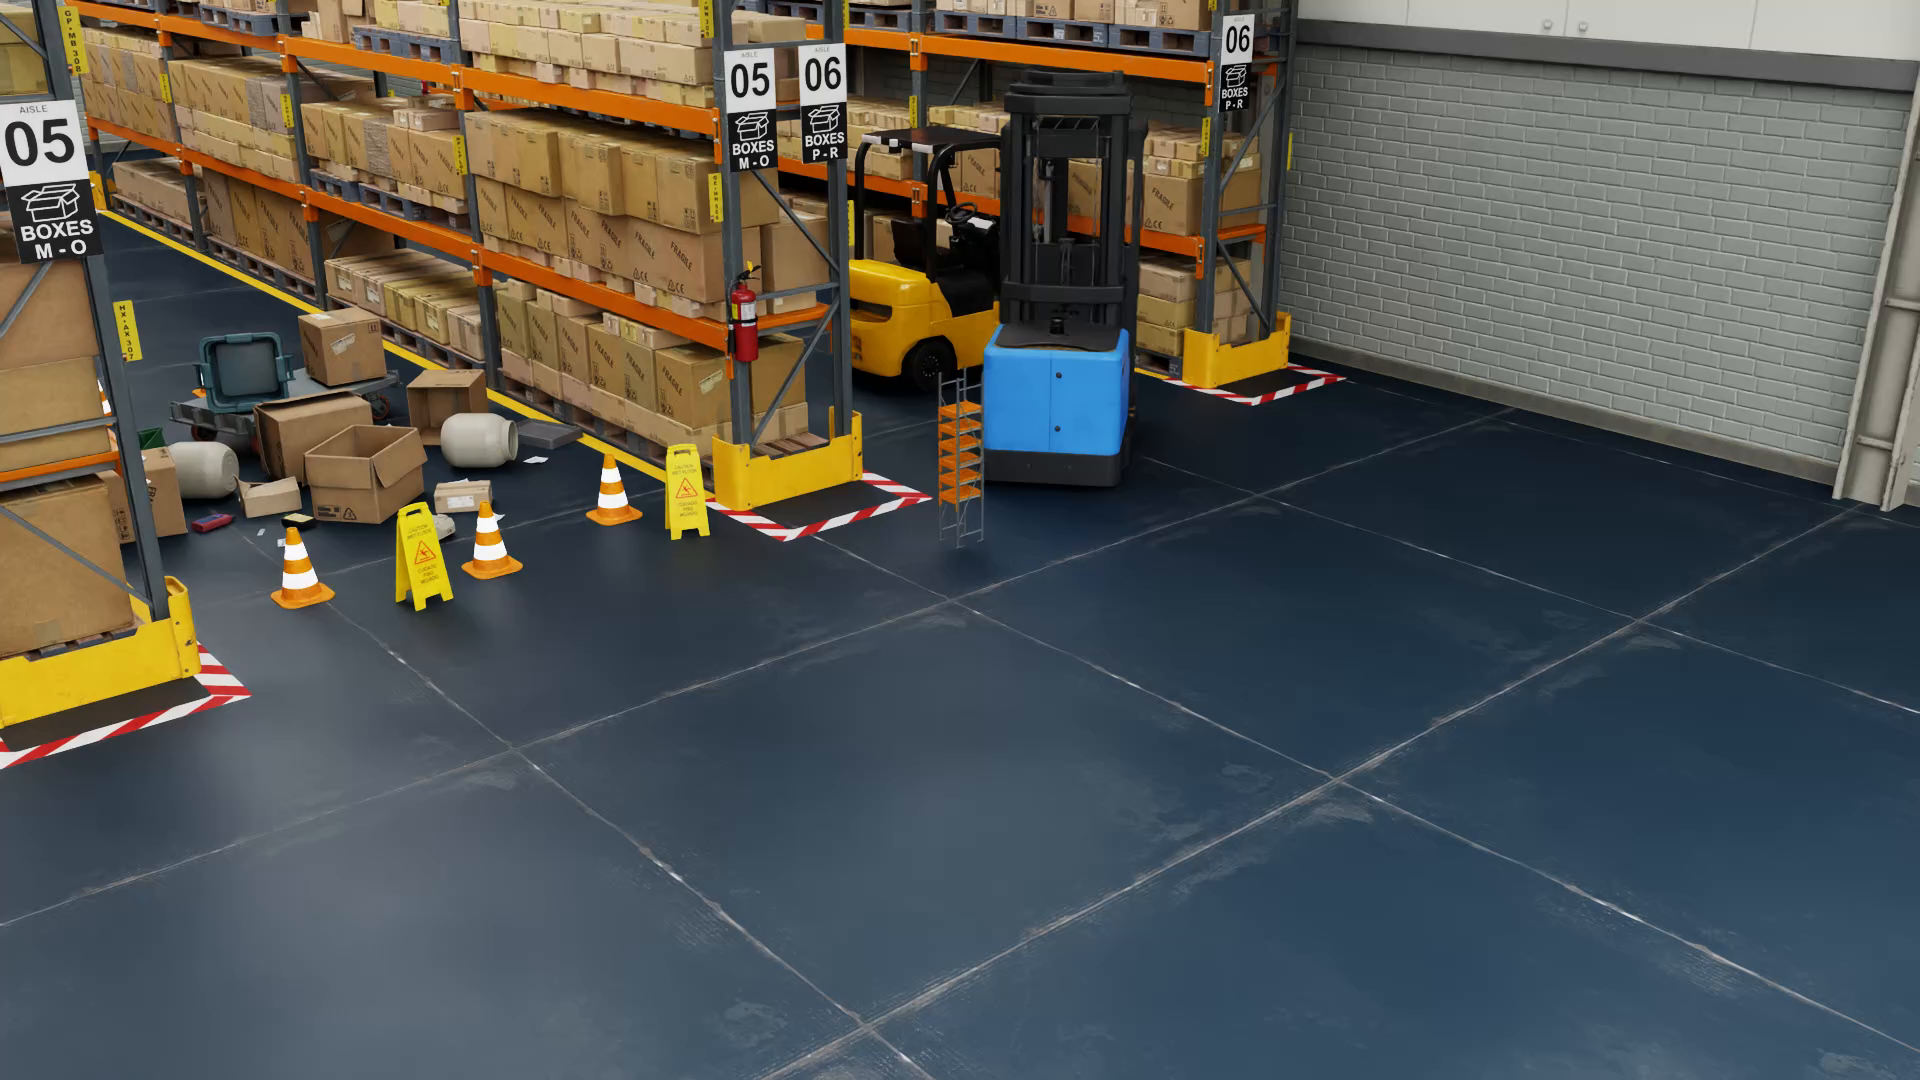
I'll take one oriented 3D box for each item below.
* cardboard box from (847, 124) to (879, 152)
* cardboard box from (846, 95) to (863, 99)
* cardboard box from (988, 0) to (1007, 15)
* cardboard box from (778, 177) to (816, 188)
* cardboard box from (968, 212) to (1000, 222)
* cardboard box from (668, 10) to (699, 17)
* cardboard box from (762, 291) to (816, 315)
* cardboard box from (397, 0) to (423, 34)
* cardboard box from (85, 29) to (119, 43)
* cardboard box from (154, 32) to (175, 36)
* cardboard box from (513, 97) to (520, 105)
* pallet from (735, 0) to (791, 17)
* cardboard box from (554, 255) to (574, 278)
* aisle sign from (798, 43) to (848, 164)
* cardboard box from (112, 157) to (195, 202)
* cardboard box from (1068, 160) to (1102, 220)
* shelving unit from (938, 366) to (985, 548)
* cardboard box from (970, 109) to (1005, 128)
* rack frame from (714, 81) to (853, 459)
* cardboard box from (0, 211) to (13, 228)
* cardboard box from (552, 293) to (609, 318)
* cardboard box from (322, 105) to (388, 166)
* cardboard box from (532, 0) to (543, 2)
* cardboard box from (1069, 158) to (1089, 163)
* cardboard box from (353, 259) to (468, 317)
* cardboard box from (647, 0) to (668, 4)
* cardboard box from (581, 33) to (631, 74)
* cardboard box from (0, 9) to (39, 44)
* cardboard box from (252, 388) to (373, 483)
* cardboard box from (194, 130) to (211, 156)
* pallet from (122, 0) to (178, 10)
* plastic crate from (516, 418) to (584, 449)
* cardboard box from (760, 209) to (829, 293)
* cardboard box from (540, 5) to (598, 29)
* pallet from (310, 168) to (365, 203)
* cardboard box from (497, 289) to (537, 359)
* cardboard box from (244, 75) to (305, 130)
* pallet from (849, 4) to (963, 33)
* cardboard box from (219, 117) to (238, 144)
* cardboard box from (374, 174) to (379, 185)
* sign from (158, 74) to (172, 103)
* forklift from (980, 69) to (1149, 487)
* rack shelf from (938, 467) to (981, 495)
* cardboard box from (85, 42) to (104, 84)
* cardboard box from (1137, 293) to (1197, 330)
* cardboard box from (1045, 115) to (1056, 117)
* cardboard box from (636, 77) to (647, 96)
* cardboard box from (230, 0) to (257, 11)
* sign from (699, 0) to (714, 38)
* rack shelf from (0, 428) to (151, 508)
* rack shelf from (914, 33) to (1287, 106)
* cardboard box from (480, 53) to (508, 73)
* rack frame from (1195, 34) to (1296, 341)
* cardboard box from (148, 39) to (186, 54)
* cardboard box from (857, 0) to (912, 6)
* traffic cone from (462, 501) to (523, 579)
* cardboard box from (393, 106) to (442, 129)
[{"bbox_3d":[-0.929,-4.425,18.189,0.500,0.250,0.500,-18,28,-39],"label":"cardboard box"},{"bbox_3d":[-1.302,-5.039,19.211,0.380,0.149,0.250,-16,27,-36],"label":"cardboard box"},{"bbox_3d":[0.491,-5.160,16.064,0.380,0.149,0.250,-16,27,-36],"label":"cardboard box"},{"bbox_3d":[-2.288,-4.066,20.433,0.875,0.625,0.625,-16,27,-36],"label":"cardboard box"},{"bbox_3d":[0.394,-3.338,17.716,0.500,0.250,0.500,-17,27,-36],"label":"cardboard box"},{"bbox_3d":[-1.933,-3.839,12.311,0.380,0.149,0.250,-18,27,-38],"label":"cardboard box"},{"bbox_3d":[-1.285,-1.785,12.274,0.380,0.149,0.250,-17,27,-37],"label":"cardboard box"},{"bbox_3d":[-4.649,-4.655,14.772,0.500,0.250,0.500,-17,27,-37],"label":"cardboard box"},{"bbox_3d":[-11.335,-6.675,22.017,0.380,0.149,0.250,-16,27,-36],"label":"cardboard box"},{"bbox_3d":[-10.247,-6.526,21.635,0.380,0.149,0.250,-16,27,-36],"label":"cardboard box"},{"bbox_3d":[-6.220,-6.380,24.005,0.380,0.149,0.250,-17,27,-36],"label":"cardboard box"},{"bbox_3d":[-2.174,-6.295,19.588,1.213,0.211,1.003,-16,26,-35],"label":"pallet"},{"bbox_3d":[-3.041,-2.228,13.405,0.380,0.149,0.250,-17,27,-37],"label":"cardboard box"},{"bbox_3d":[-0.945,-3.026,11.533,0.394,0.787,0.004,-17,27,-37],"label":"aisle sign"},{"bbox_3d":[-11.158,-5.024,23.135,0.875,0.438,0.875,-19,28,-39],"label":"cardboard box"},{"bbox_3d":[1.351,-3.349,15.784,0.500,0.500,0.500,-18,28,-38],"label":"cardboard box"},{"bbox_3d":[0.009,-0.555,11.255,0.258,1.200,0.189,-17,27,-37],"label":"shelving unit"},{"bbox_3d":[0.322,-4.256,16.804,0.380,0.149,0.250,-18,28,-38],"label":"cardboard box"},{"bbox_3d":[-1.221,-1.759,11.862,1.000,3.000,0.127,-17,27,-37],"label":"rack frame"},{"bbox_3d":[-5.809,-1.554,9.653,0.875,0.550,0.550,-17,27,-37],"label":"cardboard box"},{"bbox_3d":[-3.100,-1.939,13.599,0.380,0.149,0.250,-16,26,-34],"label":"cardboard box"},{"bbox_3d":[-5.979,-4.028,16.535,0.500,0.500,0.500,-16,26,-35],"label":"cardboard box"},{"bbox_3d":[-3.459,-4.480,13.947,0.380,0.149,0.250,-17,27,-36],"label":"cardboard box"},{"bbox_3d":[1.243,-3.668,15.710,0.380,0.149,0.250,-17,27,-37],"label":"cardboard box"},{"bbox_3d":[-5.594,-2.581,16.988,0.950,0.372,0.625,-18,28,-38],"label":"cardboard box"},{"bbox_3d":[-3.532,-6.702,20.574,0.500,0.250,0.500,-17,27,-37],"label":"cardboard box"},{"bbox_3d":[-2.428,-3.583,12.204,0.500,0.250,0.500,-17,27,-36],"label":"cardboard box"},{"bbox_3d":[-4.881,-2.614,8.470,0.380,0.149,0.250,-17,27,-37],"label":"cardboard box"},{"bbox_3d":[-4.902,-0.799,12.648,0.797,0.637,0.503,-17,27,-37],"label":"cardboard box"},{"bbox_3d":[-8.627,-4.678,19.520,0.500,0.250,0.500,-18,28,-39],"label":"cardboard box"},{"bbox_3d":[-9.580,-6.658,20.380,1.003,0.211,1.213,-17,27,-37],"label":"pallet"},{"bbox_3d":[-3.428,-0.876,13.611,0.583,0.080,0.402,12,24,27],"label":"plastic crate"},{"bbox_3d":[-1.320,-2.141,12.293,0.500,0.500,0.500,-18,28,-38],"label":"cardboard box"},{"bbox_3d":[-2.982,-4.004,12.731,0.380,0.149,0.250,-18,28,-38],"label":"cardboard box"},{"bbox_3d":[-5.897,-3.709,17.103,1.213,0.211,1.003,-17,27,-37],"label":"pallet"},{"bbox_3d":[-3.651,-1.901,14.392,0.500,0.500,0.500,-16,26,-35],"label":"cardboard box"},{"bbox_3d":[-7.319,-4.702,17.868,0.500,0.500,0.500,-17,27,-37],"label":"cardboard box"},{"bbox_3d":[-0.659,-5.595,17.806,0.805,0.209,1.217,-19,28,-39],"label":"pallet"},{"bbox_3d":[-7.977,-4.626,18.703,0.500,0.250,0.500,-18,28,-39],"label":"cardboard box"},{"bbox_3d":[-5.474,-3.544,16.187,0.380,0.149,0.250,-16,27,-35],"label":"cardboard box"},{"bbox_3d":[-9.473,-5.382,19.816,0.100,0.325,0.005,-17,27,-37],"label":"sign"},{"bbox_3d":[0.893,-2.261,13.237,1.130,2.935,3.031,3,22,8],"label":"forklift"},{"bbox_3d":[0.009,-0.402,11.315,0.258,0.103,0.180,-17,27,-37],"label":"rack shelf"},{"bbox_3d":[-11.224,-6.350,22.076,0.500,0.500,0.500,-18,28,-39],"label":"cardboard box"},{"bbox_3d":[1.983,-2.150,15.369,0.500,0.250,0.500,-18,28,-38],"label":"cardboard box"},{"bbox_3d":[1.044,-4.238,16.757,0.380,0.149,0.250,-18,28,-38],"label":"cardboard box"},{"bbox_3d":[-2.115,-3.299,12.026,0.380,0.149,0.250,-17,27,-37],"label":"cardboard box"},{"bbox_3d":[-7.233,-5.837,17.447,0.700,0.500,0.500,-19,28,-40],"label":"cardboard box"},{"bbox_3d":[-1.654,-3.442,10.831,0.100,0.325,0.005,-17,27,-37],"label":"sign"},{"bbox_3d":[-6.210,-0.770,10.325,1.077,0.370,4.000,-17,27,-37],"label":"rack shelf"},{"bbox_3d":[1.232,-4.556,15.877,1.077,0.370,4.000,-17,27,-37],"label":"rack shelf"},{"bbox_3d":[-3.687,-3.913,13.594,0.380,0.149,0.250,-17,27,-37],"label":"cardboard box"},{"bbox_3d":[2.537,-2.942,14.882,1.000,3.000,0.127,-17,27,-37],"label":"rack frame"},{"bbox_3d":[-9.741,-6.068,20.466,0.380,0.149,0.250,-17,27,-37],"label":"cardboard box"},{"bbox_3d":[-0.731,-5.786,17.440,0.500,0.311,0.500,-19,28,-39],"label":"cardboard box"},{"bbox_3d":[-3.097,-0.031,10.930,0.336,0.463,0.334,-17,27,-37],"label":"traffic cone"},{"bbox_3d":[-4.960,-3.878,15.262,0.380,0.149,0.250,-19,28,-40],"label":"cardboard box"}]
